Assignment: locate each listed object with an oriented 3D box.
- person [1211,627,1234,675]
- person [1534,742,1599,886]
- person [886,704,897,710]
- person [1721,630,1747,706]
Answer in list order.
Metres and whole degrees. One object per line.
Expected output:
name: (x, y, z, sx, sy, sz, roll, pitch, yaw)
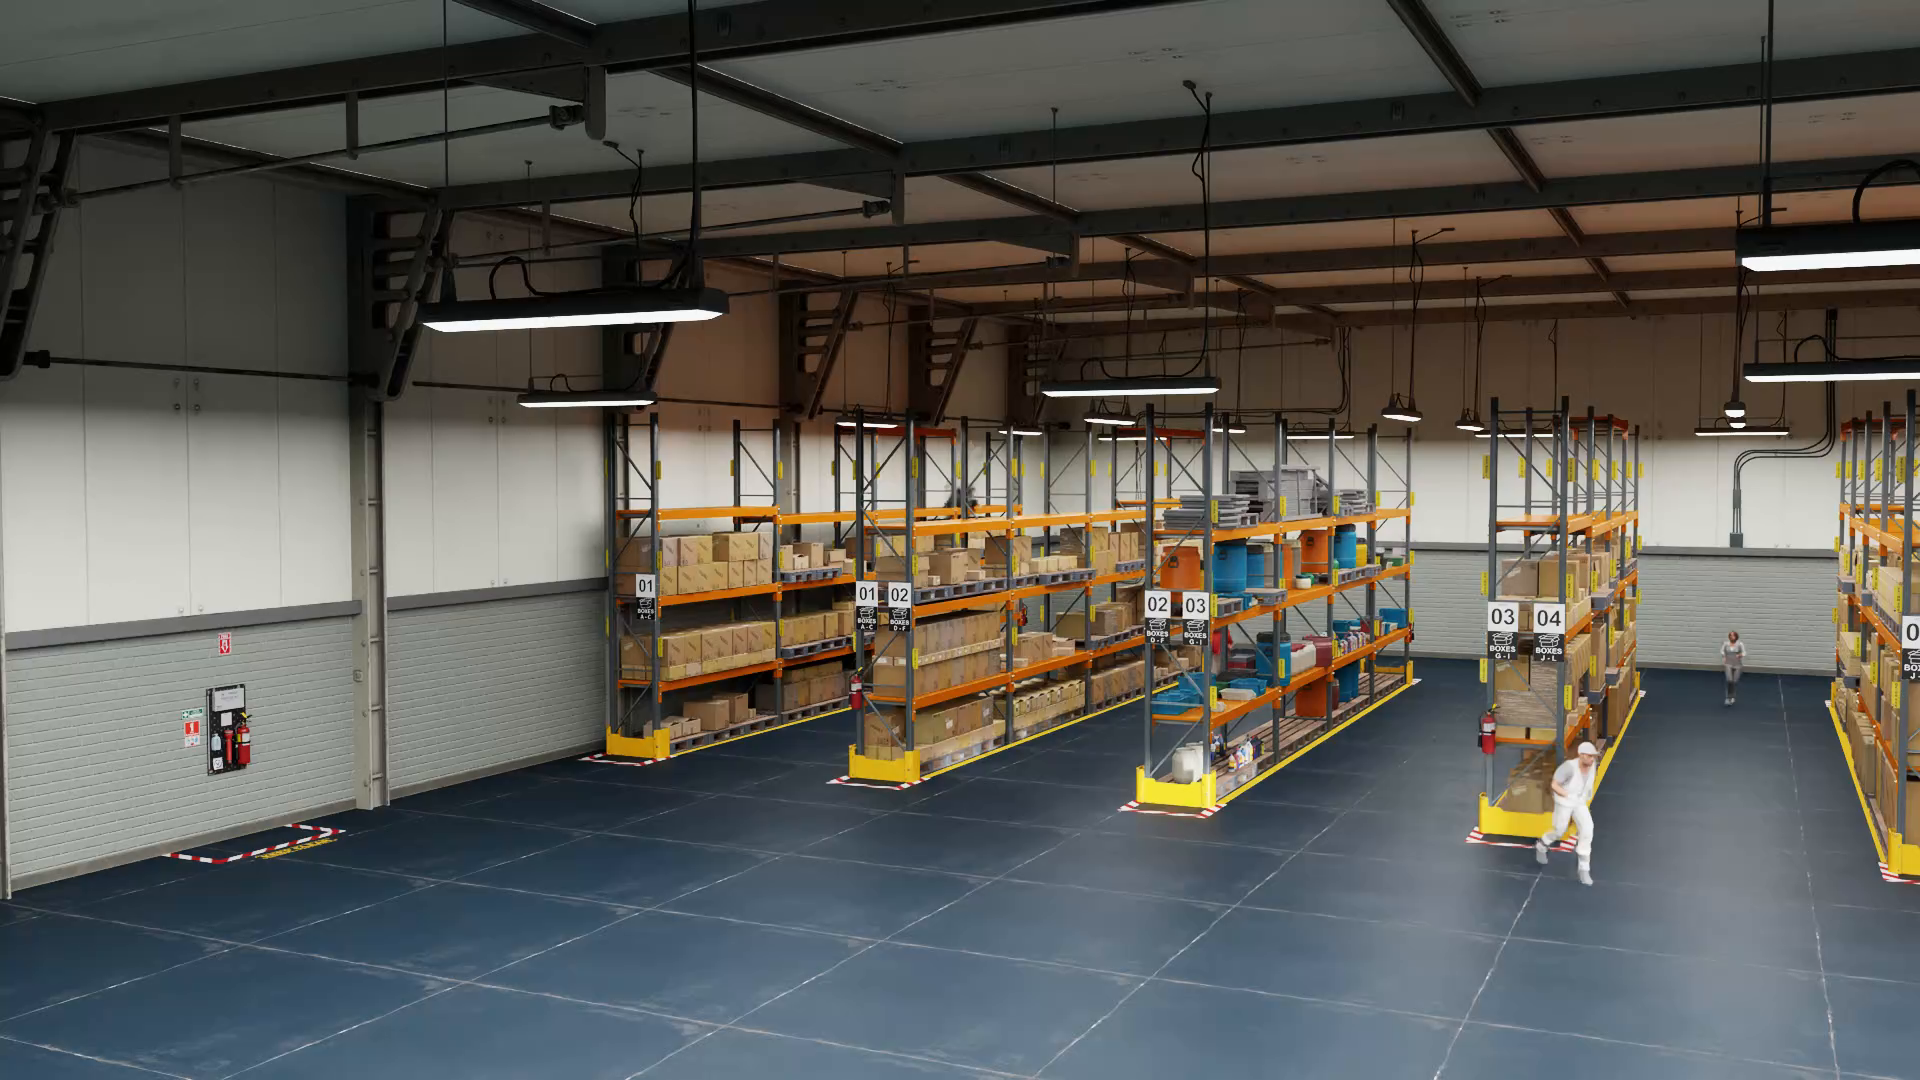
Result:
person: (5.651, 2.618, 36.388, 0.666, 1.736, 0.825, 1, 3, 21)
person: (7.484, 3.301, 20.513, 0.701, 1.731, 1.056, -1, 3, -22)
person: (-1.276, 2.837, 32.264, 0.562, 1.609, 0.759, 0, 2, 8)
person: (16.425, 2.731, 35.315, 0.507, 1.625, 0.684, 1, 3, 25)
